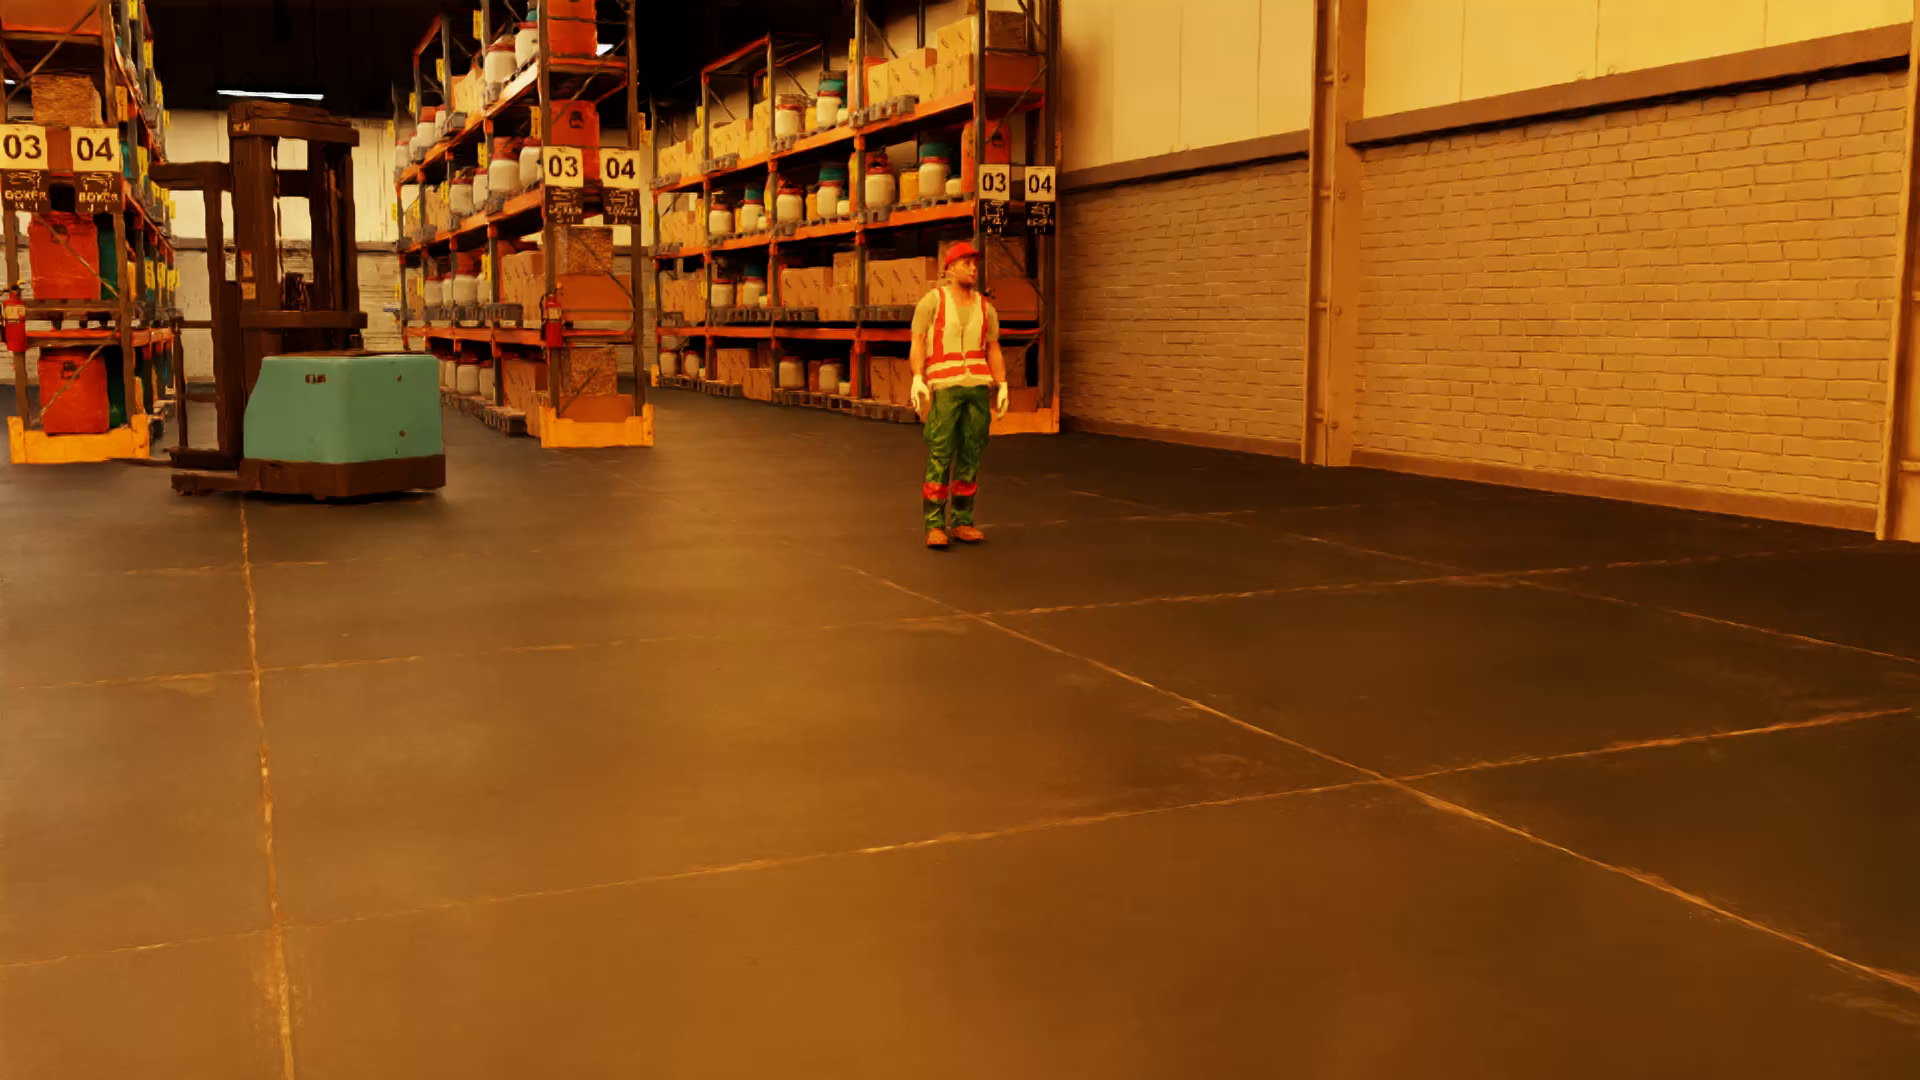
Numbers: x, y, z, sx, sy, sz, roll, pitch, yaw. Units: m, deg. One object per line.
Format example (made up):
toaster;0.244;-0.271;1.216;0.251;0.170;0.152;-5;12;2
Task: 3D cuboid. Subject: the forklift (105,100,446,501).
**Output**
forklift;-5.503;-1.849;12.964;3.031;2.935;1.130;4;9;29

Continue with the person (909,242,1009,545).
person;0.022;-0.884;9.959;0.637;1.787;0.563;-3;8;-23
